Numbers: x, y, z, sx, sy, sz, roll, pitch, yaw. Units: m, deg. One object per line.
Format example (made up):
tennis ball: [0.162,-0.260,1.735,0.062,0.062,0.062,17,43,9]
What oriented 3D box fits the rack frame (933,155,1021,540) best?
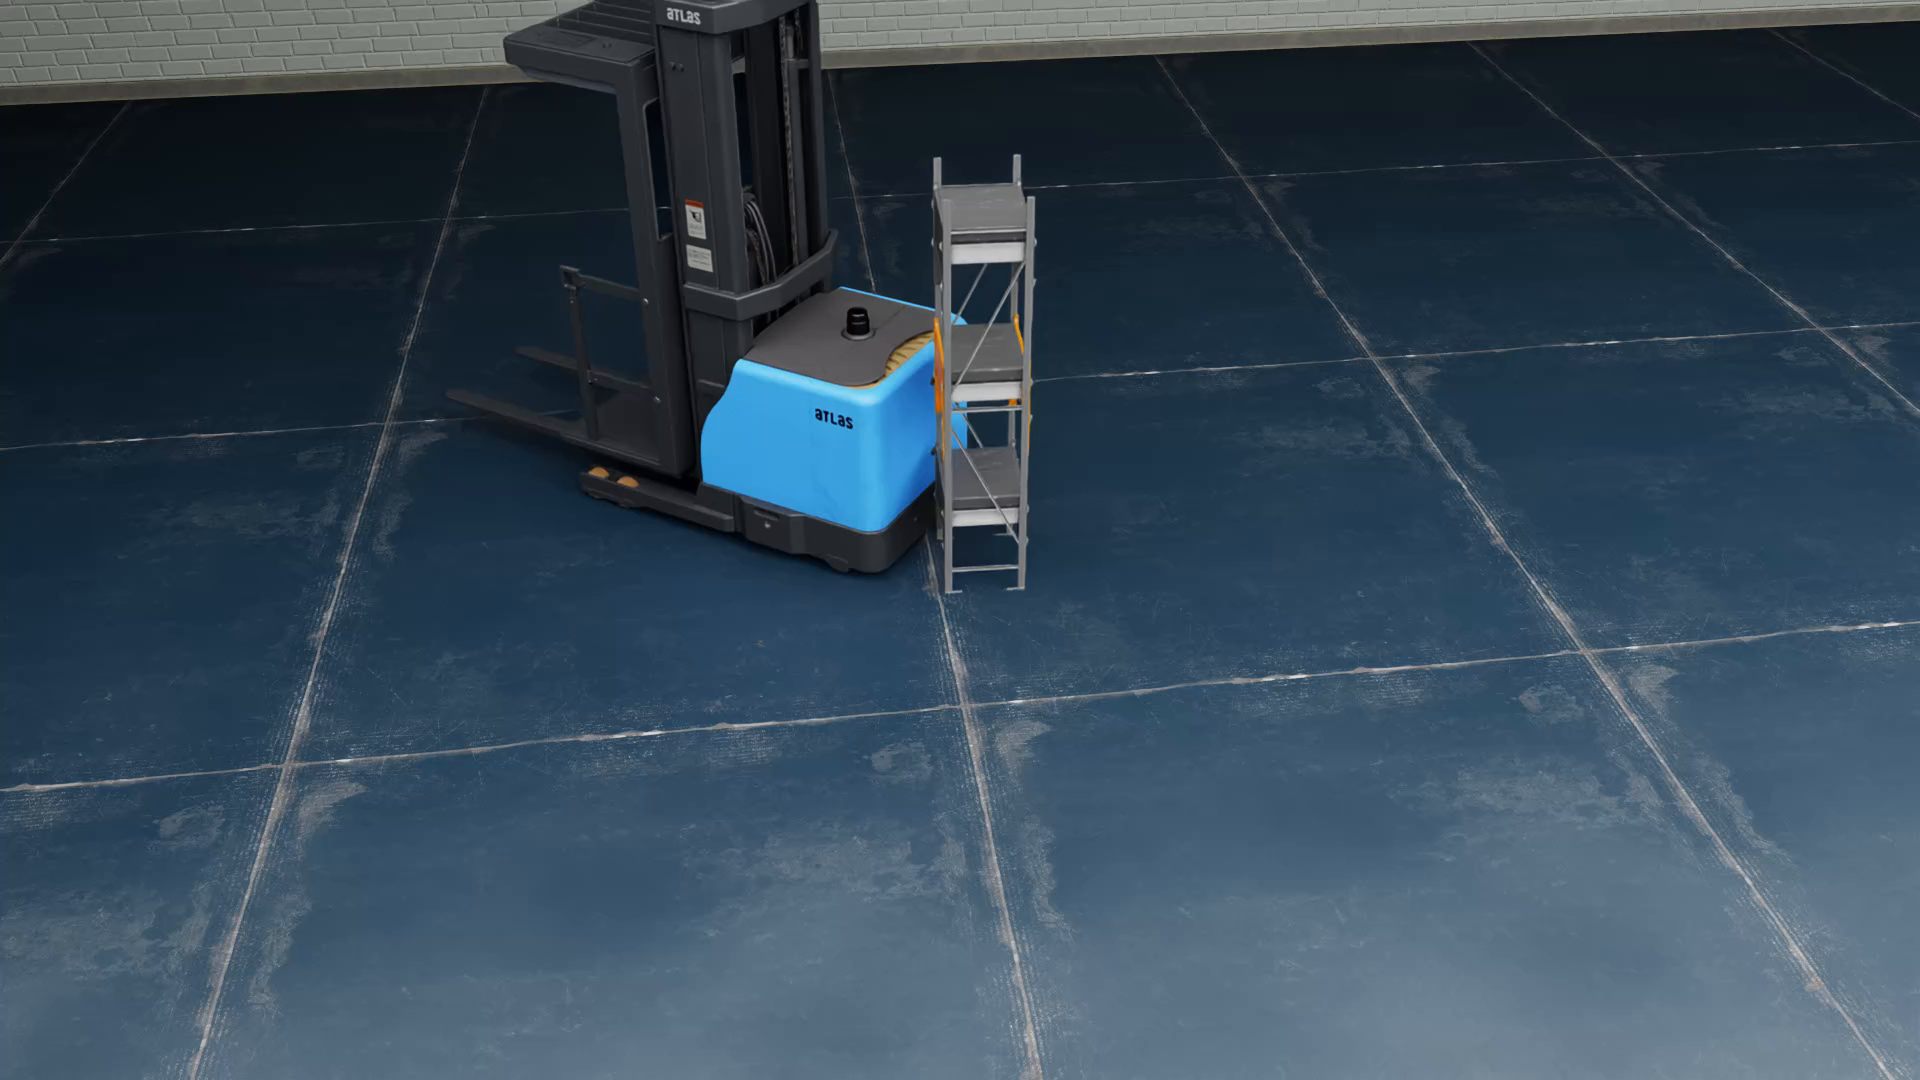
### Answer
rack frame: [0.078,-0.881,8.178,0.400,2.100,0.015,-3,34,-5]

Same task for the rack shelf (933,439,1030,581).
rack shelf: [0.102,-0.155,8.380,0.431,0.518,0.480,-3,34,-5]

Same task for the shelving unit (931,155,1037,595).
shelving unit: [0.102,-0.744,7.978,0.431,2.100,0.503,-3,34,-5]

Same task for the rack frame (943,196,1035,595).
rack frame: [0.126,-0.608,7.777,0.400,2.100,0.015,-3,34,-5]

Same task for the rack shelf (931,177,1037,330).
rack shelf: [0.102,-1.311,7.591,0.431,0.518,0.480,-3,34,-5]

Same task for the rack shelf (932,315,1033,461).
rack shelf: [0.102,-0.733,7.985,0.431,0.518,0.480,-3,34,-5]

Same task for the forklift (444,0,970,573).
forklift: [-1.490,-1.629,8.538,3.031,2.935,1.130,17,38,23]
